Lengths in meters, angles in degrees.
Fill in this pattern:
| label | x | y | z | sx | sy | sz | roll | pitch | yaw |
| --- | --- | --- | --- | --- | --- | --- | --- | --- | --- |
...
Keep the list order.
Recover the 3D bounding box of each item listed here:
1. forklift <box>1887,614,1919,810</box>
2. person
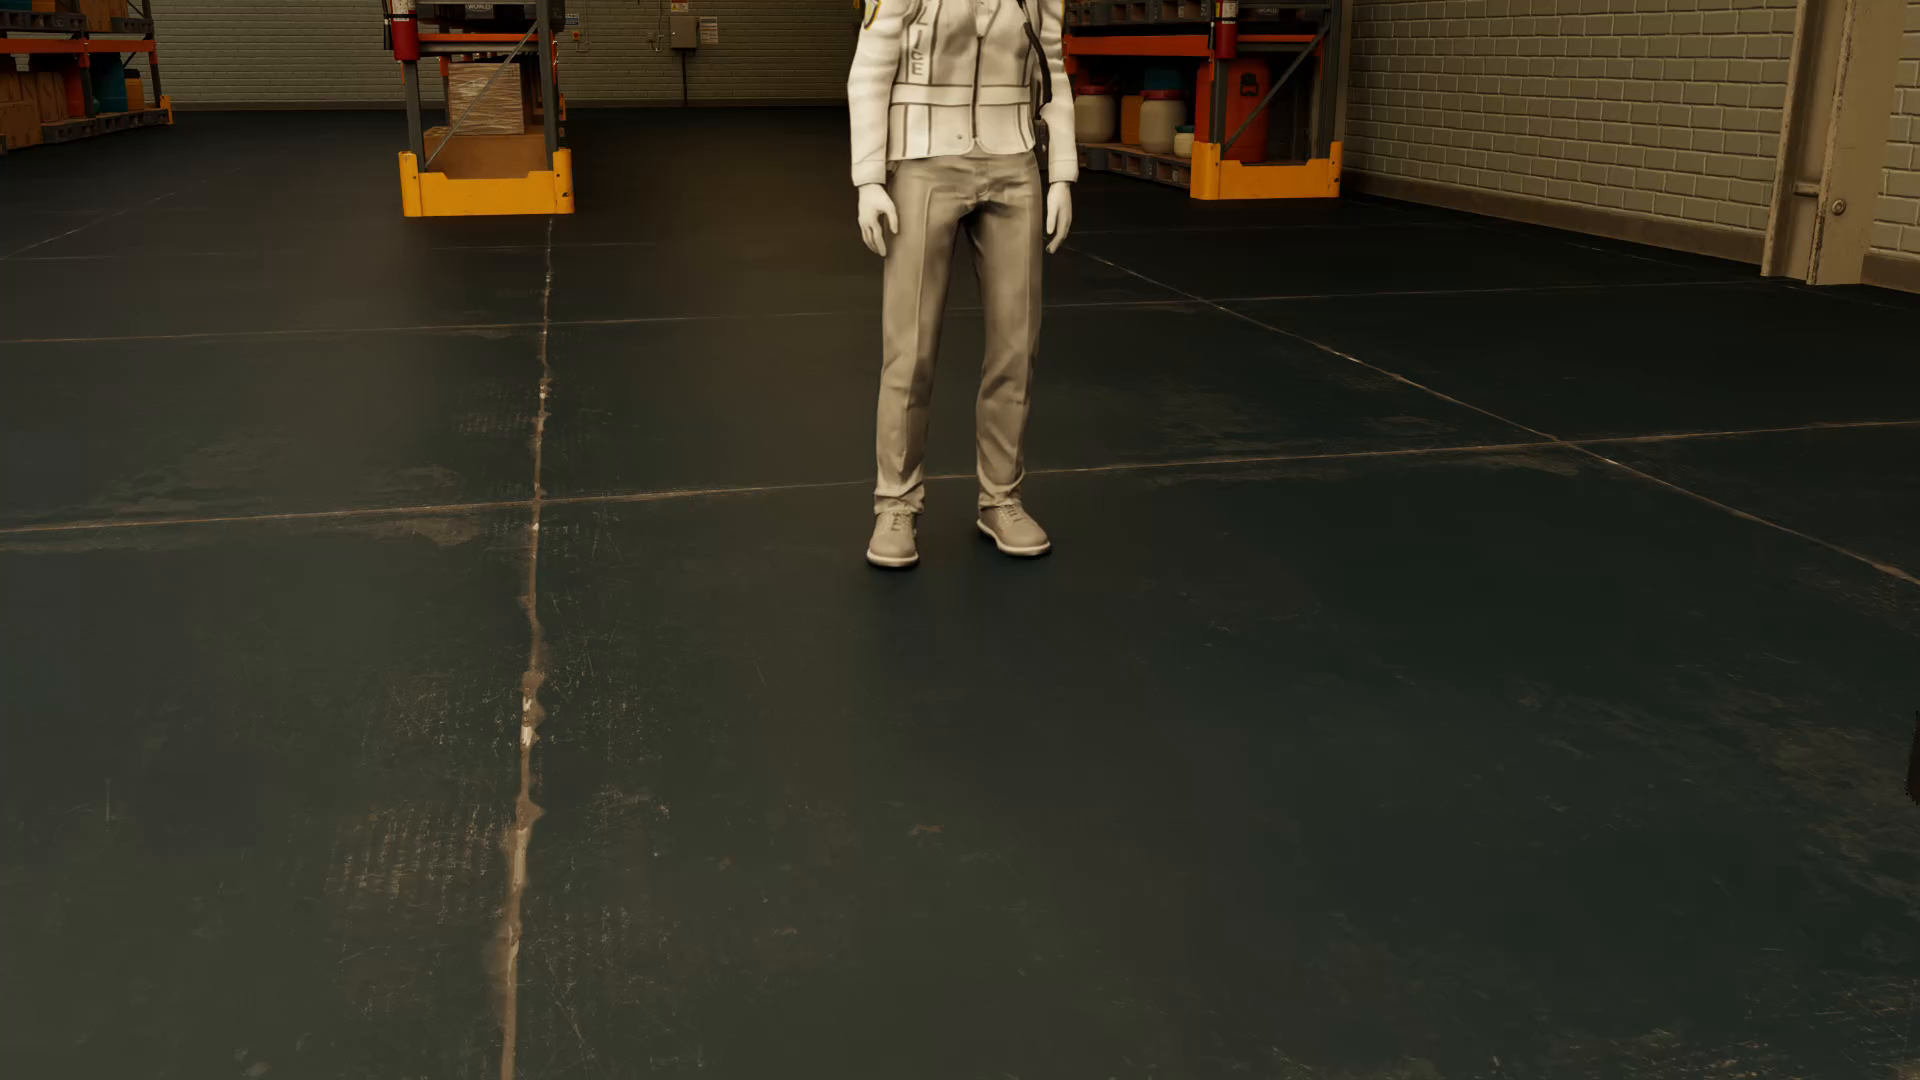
| label | x | y | z | sx | sy | sz | roll | pitch | yaw |
| --- | --- | --- | --- | --- | --- | --- | --- | --- | --- |
| forklift | 2.904 | -0.831 | 1.662 | 3.031 | 2.935 | 1.130 | 11 | 20 | 32 |
| person | 0.017 | -0.788 | 3.754 | 0.529 | 1.663 | 0.373 | -4 | 17 | -14 |
